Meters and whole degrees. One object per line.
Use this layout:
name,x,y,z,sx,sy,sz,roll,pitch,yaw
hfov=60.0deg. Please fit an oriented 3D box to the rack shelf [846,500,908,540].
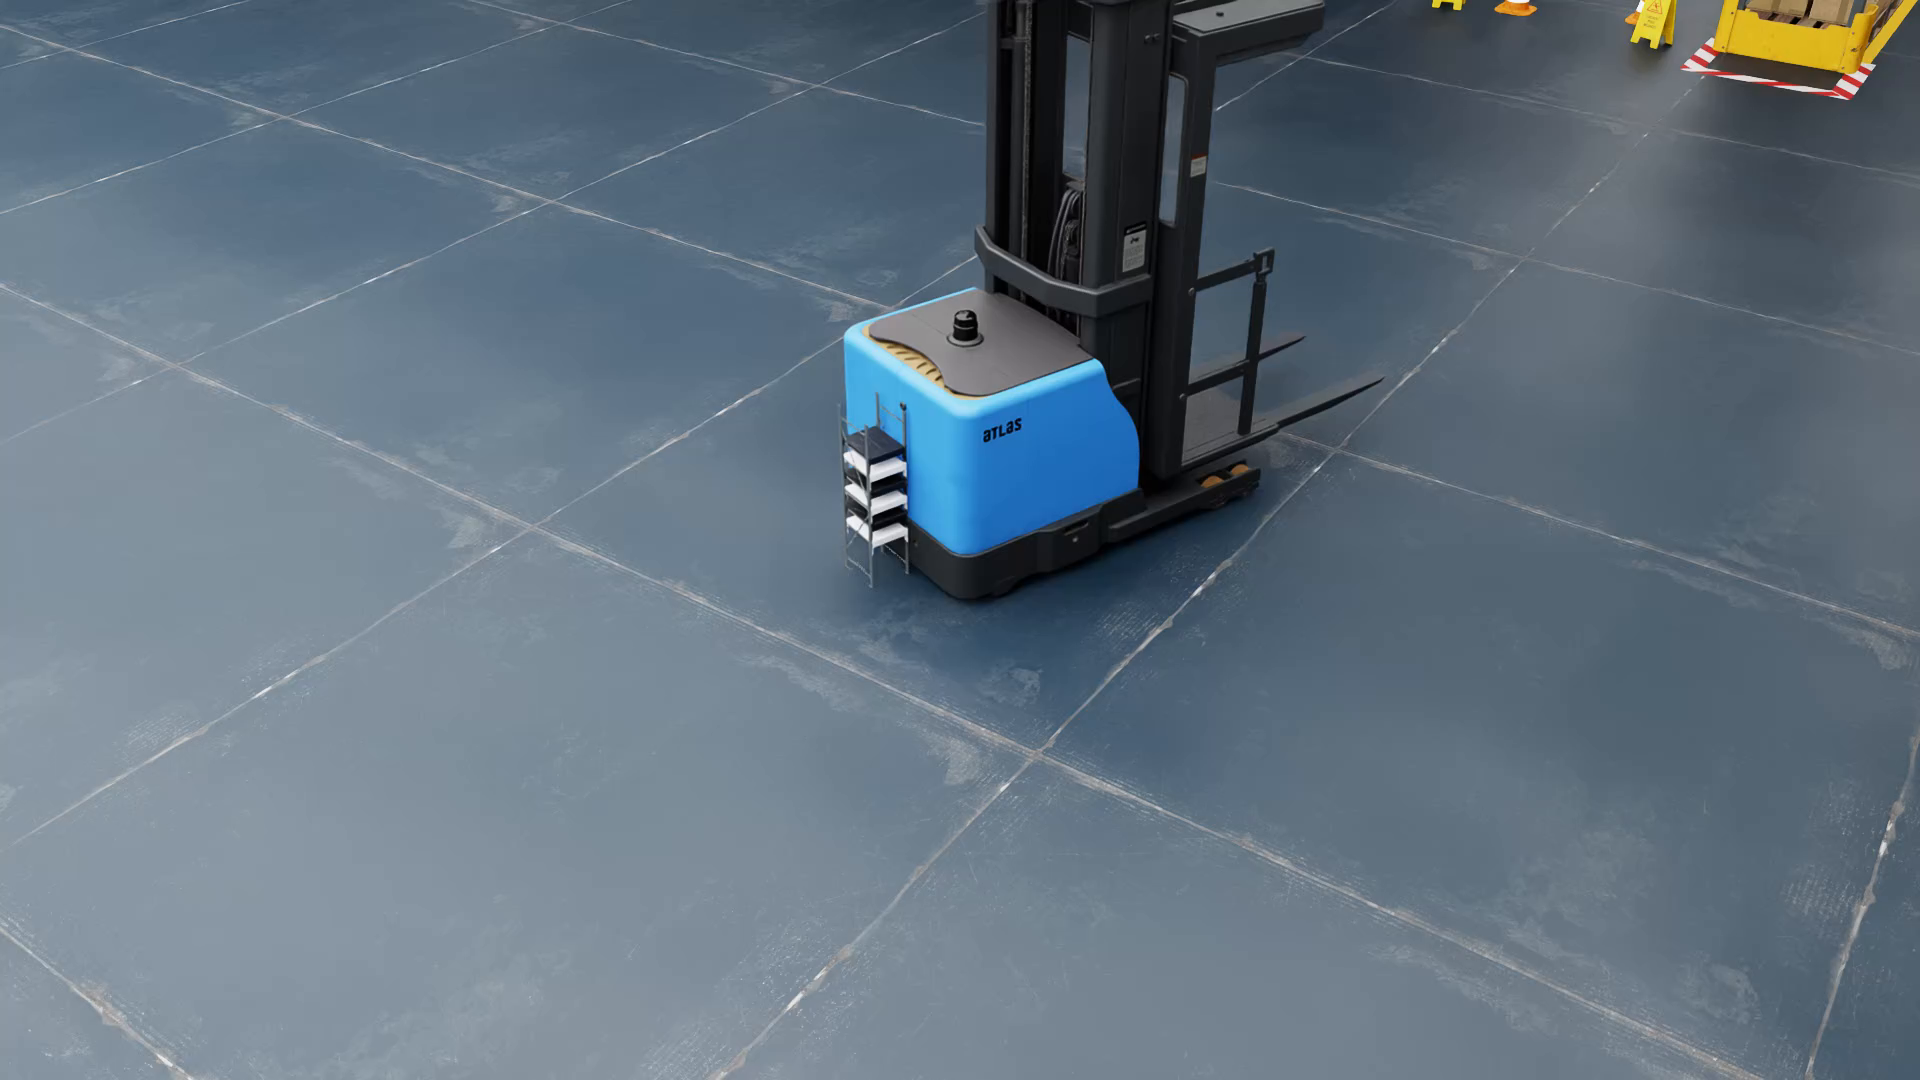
rack shelf,-0.399,-0.123,7.848,0.200,0.077,0.258,-22,40,-29

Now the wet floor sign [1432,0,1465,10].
wet floor sign,4.622,-5.322,15.544,0.267,0.644,0.232,14,37,20

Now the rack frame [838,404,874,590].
rack frame,-0.482,-0.191,7.730,0.006,0.900,0.240,-22,40,-29

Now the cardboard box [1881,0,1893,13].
cardboard box,8.120,-4.959,14.985,0.500,0.250,0.500,23,40,30

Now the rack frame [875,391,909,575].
rack frame,-0.317,-0.258,7.828,0.006,0.900,0.240,-22,40,-29

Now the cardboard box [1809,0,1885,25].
cardboard box,7.823,-4.726,14.641,0.500,0.250,0.500,21,39,28

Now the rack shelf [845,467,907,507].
rack shelf,-0.399,-0.272,7.747,0.200,0.077,0.258,-22,40,-29

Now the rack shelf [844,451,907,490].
rack shelf,-0.399,-0.346,7.697,0.200,0.077,0.258,-22,40,-29

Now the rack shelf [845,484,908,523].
rack shelf,-0.399,-0.197,7.798,0.200,0.077,0.258,-22,40,-29

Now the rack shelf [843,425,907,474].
rack shelf,-0.399,-0.421,7.646,0.200,0.077,0.258,-22,40,-29

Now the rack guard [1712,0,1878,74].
rack guard,7.179,-4.408,14.322,1.175,0.500,0.348,21,39,28

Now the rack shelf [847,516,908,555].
rack shelf,-0.399,-0.048,7.899,0.200,0.077,0.258,-22,40,-29

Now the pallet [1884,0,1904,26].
pallet,8.367,-5.210,15.766,1.003,0.211,1.213,21,39,28

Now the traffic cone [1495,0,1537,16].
traffic cone,5.215,-5.166,15.476,0.336,0.463,0.334,21,39,28

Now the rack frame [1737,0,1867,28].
rack frame,7.136,-5.408,13.570,1.000,3.000,0.127,21,39,28

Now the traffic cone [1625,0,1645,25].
traffic cone,6.321,-4.968,15.183,0.336,0.463,0.334,21,39,28

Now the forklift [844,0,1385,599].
forklift,0.930,-1.590,7.985,3.031,2.935,1.130,-22,40,-29

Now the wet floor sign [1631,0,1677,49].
wet floor sign,6.148,-4.688,14.606,0.232,0.644,0.267,-22,40,-29

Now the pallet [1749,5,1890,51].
pallet,7.671,-4.651,14.939,1.003,0.211,1.213,21,39,28

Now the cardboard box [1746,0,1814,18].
cardboard box,7.389,-4.912,14.916,0.500,0.250,0.500,21,39,28

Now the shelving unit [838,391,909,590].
shelving unit,-0.399,-0.225,7.779,0.210,0.900,0.258,-22,40,-29
